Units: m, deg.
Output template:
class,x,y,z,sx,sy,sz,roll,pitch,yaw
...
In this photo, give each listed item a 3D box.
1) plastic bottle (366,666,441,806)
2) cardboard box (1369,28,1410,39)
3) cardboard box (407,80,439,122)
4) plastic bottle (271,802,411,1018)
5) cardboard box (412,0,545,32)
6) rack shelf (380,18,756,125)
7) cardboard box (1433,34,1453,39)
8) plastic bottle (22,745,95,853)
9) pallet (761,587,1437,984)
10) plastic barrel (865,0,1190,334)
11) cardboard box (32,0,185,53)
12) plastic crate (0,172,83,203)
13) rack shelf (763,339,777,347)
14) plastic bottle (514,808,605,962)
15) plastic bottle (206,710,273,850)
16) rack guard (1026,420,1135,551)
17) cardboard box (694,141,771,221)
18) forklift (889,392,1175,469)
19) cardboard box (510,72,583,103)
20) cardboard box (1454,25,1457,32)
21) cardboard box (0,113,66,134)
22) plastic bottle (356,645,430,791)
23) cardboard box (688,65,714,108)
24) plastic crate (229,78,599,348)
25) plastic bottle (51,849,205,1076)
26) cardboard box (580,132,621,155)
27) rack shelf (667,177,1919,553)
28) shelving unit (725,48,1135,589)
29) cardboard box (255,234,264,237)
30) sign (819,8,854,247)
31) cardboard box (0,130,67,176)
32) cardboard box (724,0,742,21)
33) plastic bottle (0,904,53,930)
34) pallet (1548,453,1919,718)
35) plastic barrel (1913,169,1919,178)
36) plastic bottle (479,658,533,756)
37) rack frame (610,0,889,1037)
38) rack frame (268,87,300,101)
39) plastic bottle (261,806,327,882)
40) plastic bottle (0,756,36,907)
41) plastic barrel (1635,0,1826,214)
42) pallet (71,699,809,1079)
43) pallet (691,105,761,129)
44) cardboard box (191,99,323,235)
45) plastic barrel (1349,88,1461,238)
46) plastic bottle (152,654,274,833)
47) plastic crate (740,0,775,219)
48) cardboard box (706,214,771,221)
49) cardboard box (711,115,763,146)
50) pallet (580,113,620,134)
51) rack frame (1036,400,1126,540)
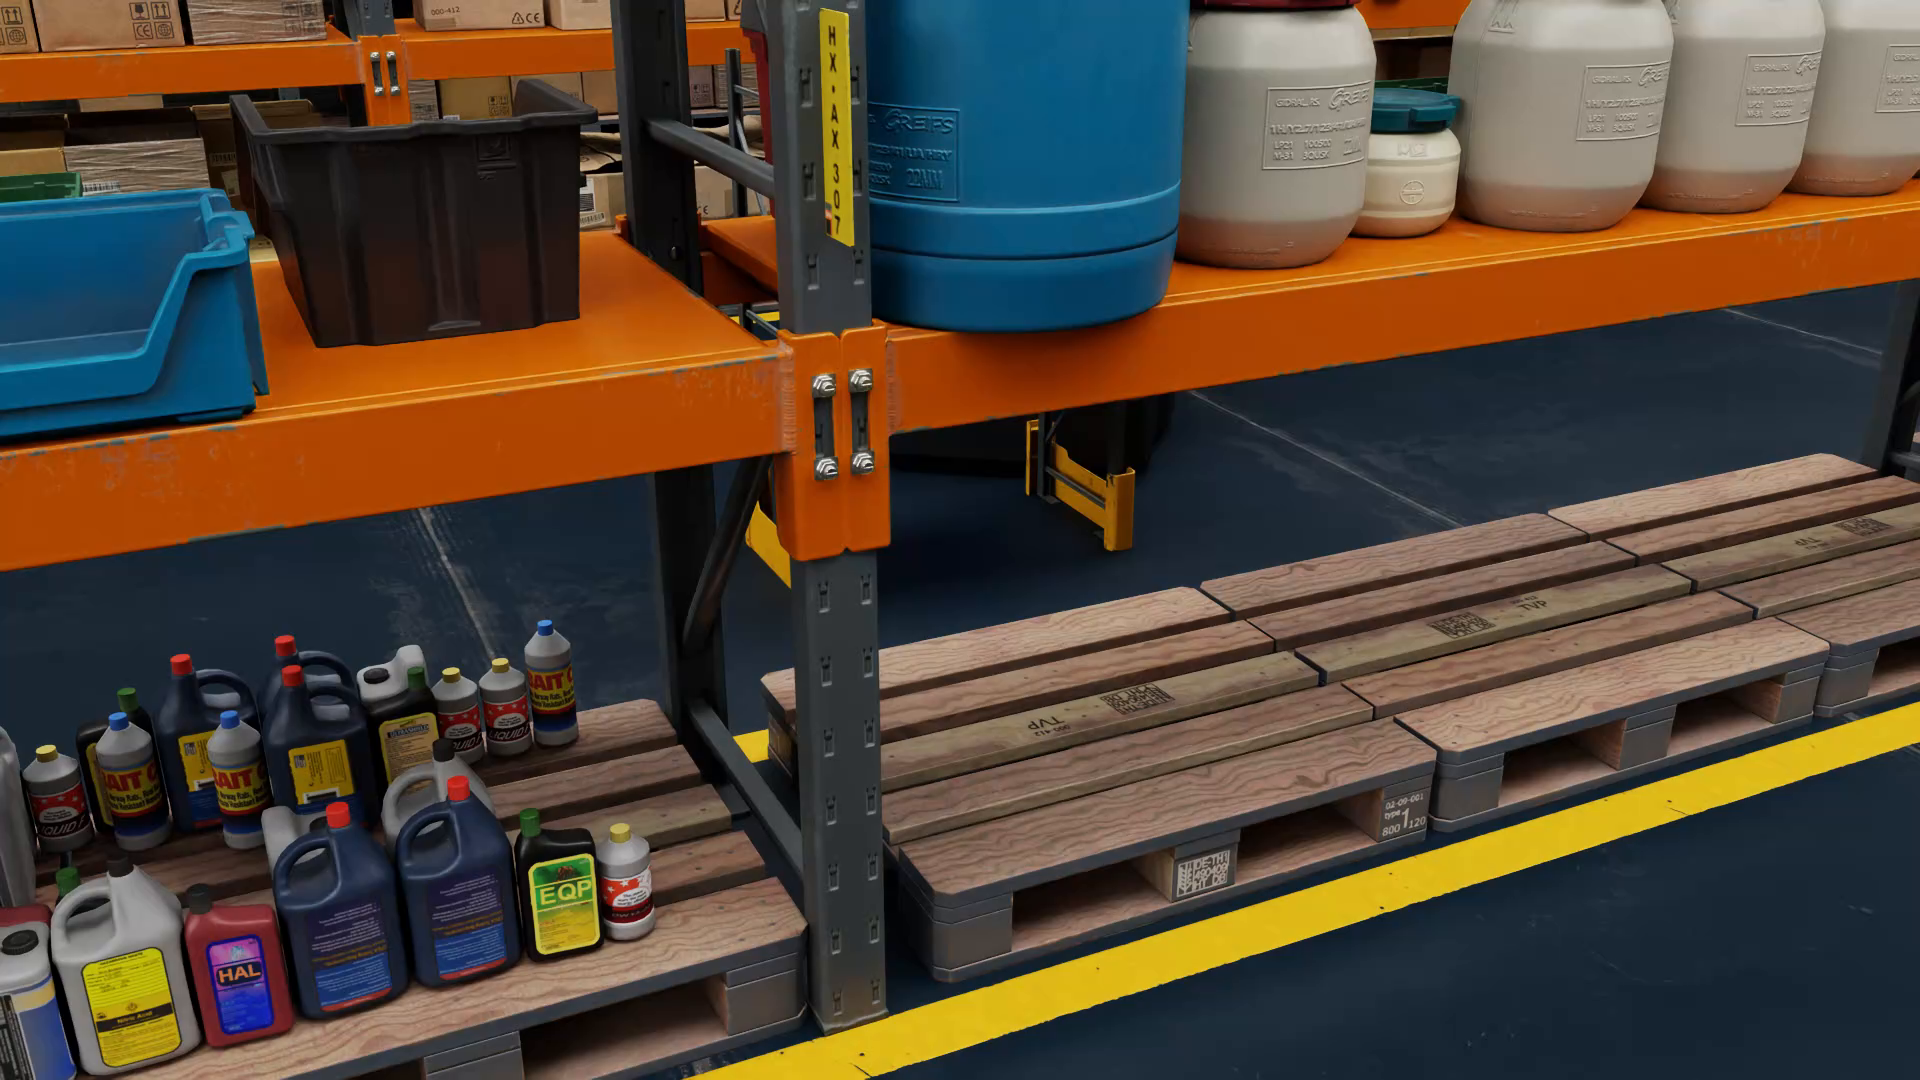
class,x,y,z,sx,sy,sz,roll,pitch,yaw
plastic bottle,-1.116,0.396,3.348,0.133,0.283,0.061,-10,25,-24
cardboard box,3.678,-4.609,15.181,0.500,0.500,0.700,-11,25,-24
cardboard box,-4.047,-3.248,11.867,0.500,0.500,0.700,-10,24,-22
plastic bottle,-1.035,0.601,2.764,0.185,0.351,0.144,-12,25,-26
cardboard box,-2.127,-2.392,7.304,0.500,0.250,0.500,-9,24,-20
rack shelf,-0.749,-2.364,7.981,4.000,0.370,1.077,-10,25,-24
cardboard box,3.215,-2.925,10.106,0.500,0.250,0.500,-10,25,-24
plastic bottle,-1.749,0.493,3.220,0.097,0.201,0.097,0,22,0
pallet,0.284,0.487,3.796,1.213,0.211,1.003,-10,25,-24
plastic barrel,0.073,-0.849,2.723,0.708,0.901,0.600,-10,25,-24
cardboard box,-3.421,-2.246,6.623,0.500,0.500,0.700,-11,25,-24
plastic crate,-1.752,-0.432,2.648,0.662,0.188,0.450,-10,25,-24
rack shelf,-0.077,-0.513,4.998,1.000,0.185,0.538,-10,25,-24
plastic bottle,-0.697,0.588,2.884,0.133,0.283,0.061,-9,24,-21
plastic bottle,-1.392,0.457,3.217,0.097,0.271,0.097,0,22,0
rack guard,0.380,-0.185,5.371,0.087,0.250,0.587,-10,25,-24
cardboard box,-1.152,-1.698,7.743,0.500,0.311,0.500,-11,25,-25
forklift,0.410,-2.129,6.561,1.130,2.935,3.031,4,23,11
cardboard box,-3.126,-3.421,12.287,0.500,0.500,0.700,-10,25,-23
cardboard box,4.618,-4.784,15.604,0.500,0.500,0.700,-11,25,-25
cardboard box,-4.006,-1.500,7.018,0.500,0.500,0.500,-10,25,-24
plastic bottle,-1.163,0.363,3.438,0.135,0.276,0.152,-9,24,-22
cardboard box,-2.240,-3.601,12.720,0.500,0.500,0.700,-10,25,-24
plastic crate,-0.933,-0.586,2.824,0.504,0.338,0.767,-10,25,-24
plastic bottle,-1.326,0.655,2.634,0.185,0.351,0.144,-11,25,-24
cardboard box,-1.845,-1.802,7.995,0.500,0.311,0.500,-10,24,-22
rack shelf,1.396,-0.657,3.855,4.000,0.370,1.077,-10,25,-24
shelving unit,-0.069,-0.680,4.933,1.083,1.500,0.587,-10,25,-24
cardboard box,-3.101,-1.316,7.554,0.500,0.250,0.500,-10,25,-24
sign,-0.178,-0.594,2.401,0.005,0.325,0.100,-10,25,-24
cardboard box,-3.779,-1.320,6.582,0.500,0.500,0.500,-10,25,-24
cardboard box,-0.926,-2.703,7.728,0.500,0.500,0.500,-10,25,-24
plastic bottle,-1.521,0.675,2.674,0.133,0.283,0.061,-10,25,-24
pallet,2.483,0.083,4.774,1.213,0.211,1.003,-10,25,-24
plastic barrel,2.364,-1.128,3.908,0.421,0.512,0.421,0,22,0
plastic bottle,-0.975,0.351,3.564,0.097,0.201,0.097,0,22,0
rack frame,-0.406,-0.657,2.916,0.127,3.000,1.000,-10,25,-24
rack frame,-4.703,-4.072,11.164,0.127,3.000,1.000,-10,25,-24
plastic bottle,-1.122,0.589,2.891,0.135,0.276,0.152,-10,25,-24
plastic bottle,-1.780,0.537,3.016,0.135,0.276,0.152,-10,25,-24
plastic barrel,1.602,-0.997,3.558,0.433,0.535,0.433,0,22,0
pallet,-1.030,0.728,3.215,1.213,0.211,1.003,-10,25,-24
pallet,-1.804,-3.318,12.989,1.213,0.211,1.003,-10,25,-24
cardboard box,-3.105,-1.666,7.419,0.500,0.500,0.500,-10,25,-24
plastic barrel,0.853,-0.760,3.345,0.301,0.262,0.301,0,22,0
plastic bottle,-1.484,0.386,3.285,0.185,0.351,0.144,-12,25,-26
plastic crate,-0.103,-0.873,3.353,0.583,0.464,0.402,-10,25,-24
cardboard box,-1.154,-1.441,7.856,0.500,0.250,0.500,-11,25,-25
cardboard box,-0.940,-1.966,8.391,0.500,0.311,0.500,-11,25,-24
pallet,-2.901,-3.117,12.503,1.213,0.211,1.003,-10,25,-24
rack frame,0.381,-0.763,5.133,0.032,1.500,0.500,-10,25,-24
